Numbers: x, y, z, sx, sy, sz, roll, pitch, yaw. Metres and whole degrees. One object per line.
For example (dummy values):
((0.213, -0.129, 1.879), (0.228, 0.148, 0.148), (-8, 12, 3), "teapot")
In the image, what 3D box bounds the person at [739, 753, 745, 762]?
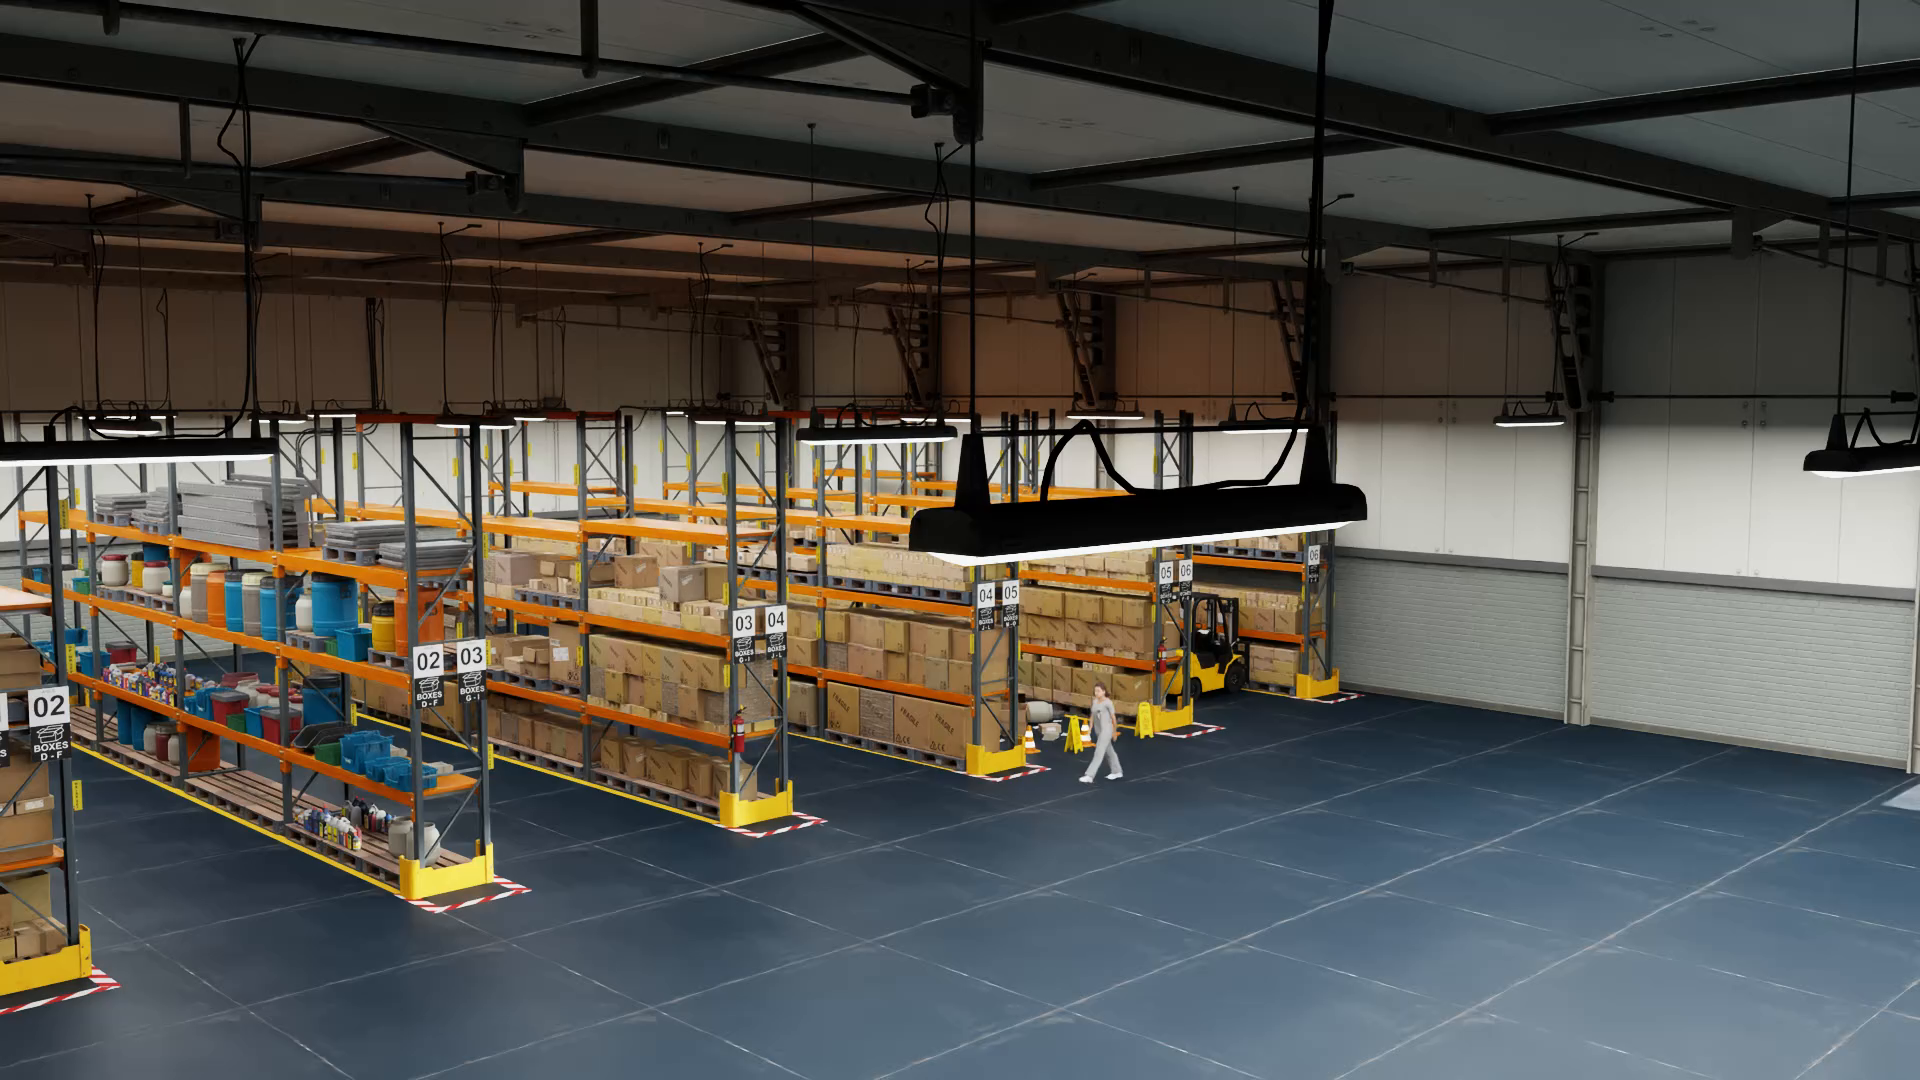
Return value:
((-3.874, 3.014, 28.859), (0.555, 1.659, 0.540), (4, 6, 40), "person")

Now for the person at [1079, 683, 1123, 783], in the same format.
((2.265, 3.139, 27.150), (0.999, 1.620, 0.470), (-3, 6, -29), "person")
